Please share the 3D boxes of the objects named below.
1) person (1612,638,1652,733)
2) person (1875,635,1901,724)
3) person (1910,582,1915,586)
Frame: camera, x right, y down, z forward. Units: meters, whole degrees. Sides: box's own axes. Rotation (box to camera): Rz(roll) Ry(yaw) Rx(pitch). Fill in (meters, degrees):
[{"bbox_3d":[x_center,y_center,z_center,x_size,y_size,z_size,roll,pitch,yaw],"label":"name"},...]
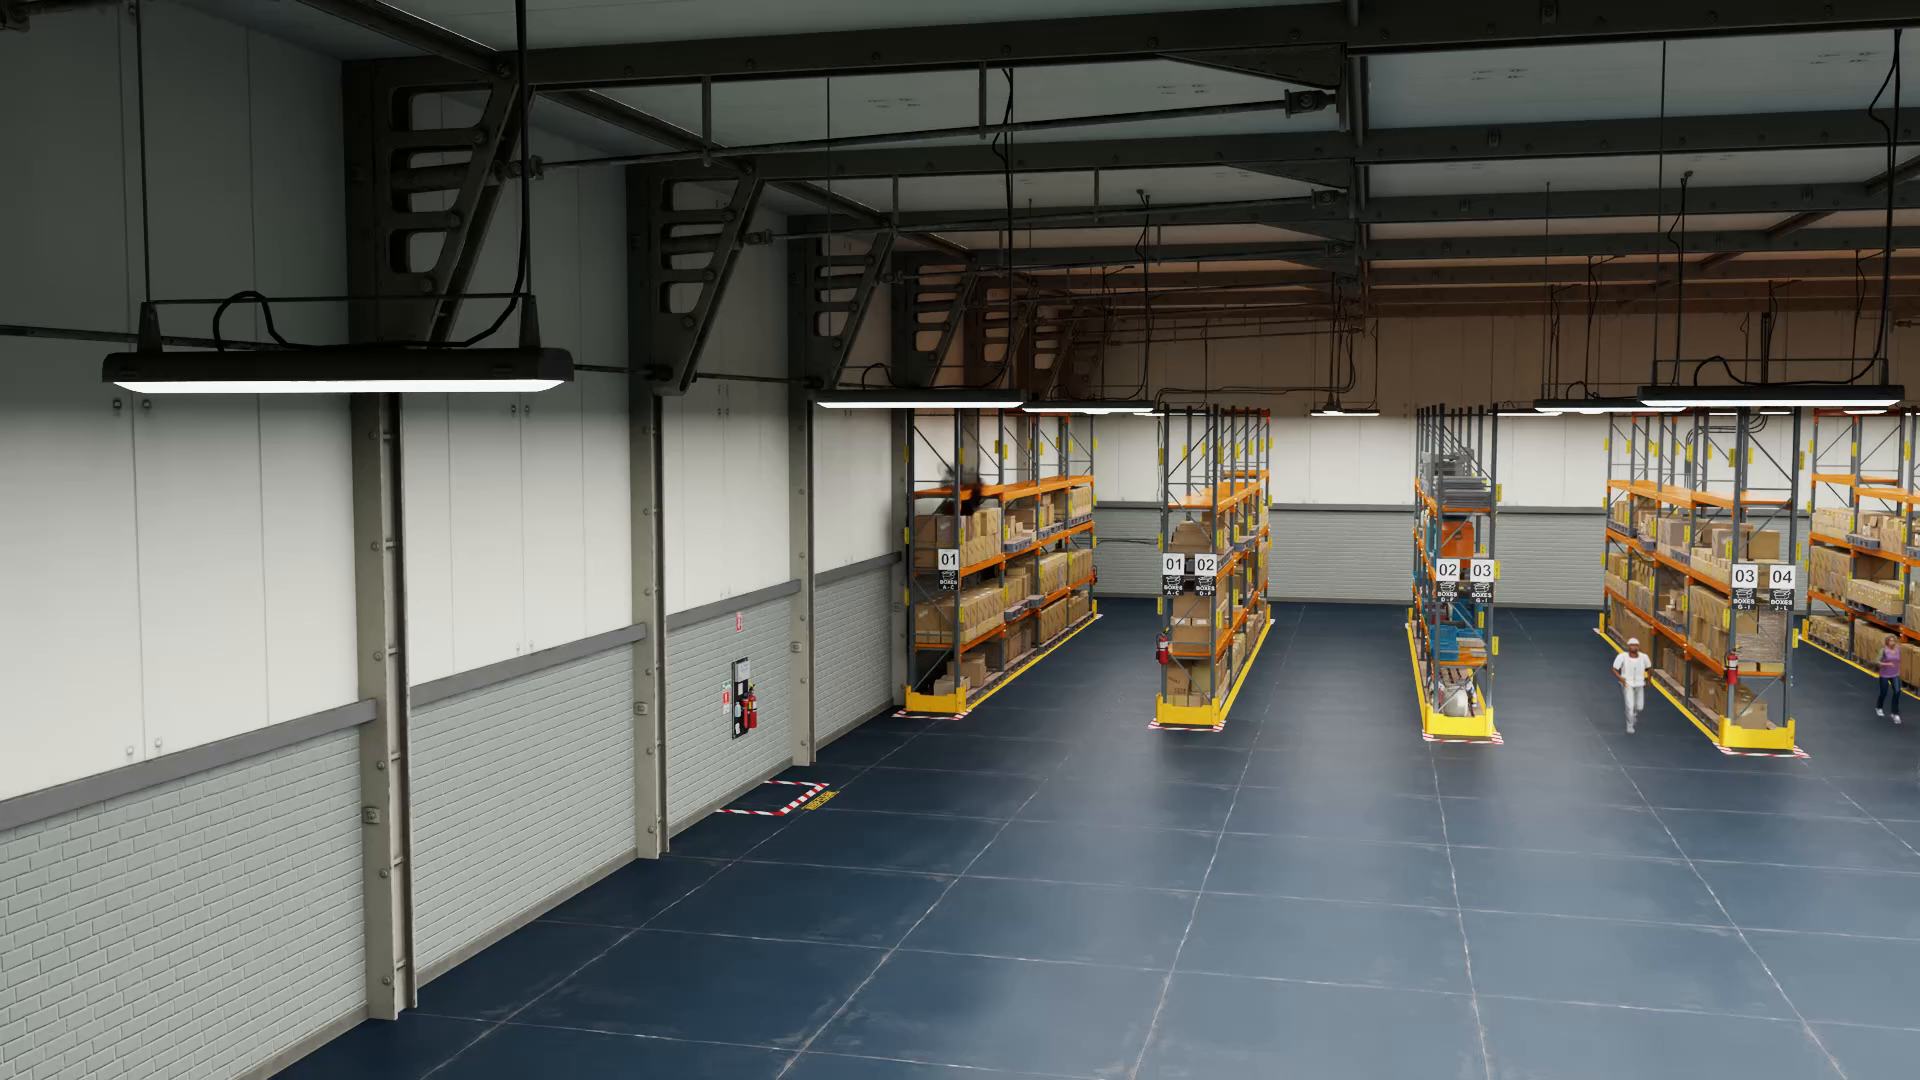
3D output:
[{"bbox_3d":[12.326,2.649,30.477,0.728,1.726,0.573,0,4,7],"label":"person"},{"bbox_3d":[17.618,2.613,31.576,0.528,1.631,0.751,1,4,8],"label":"person"},{"bbox_3d":[23.498,1.880,40.970,0.660,1.722,0.626,1,4,11],"label":"person"}]
